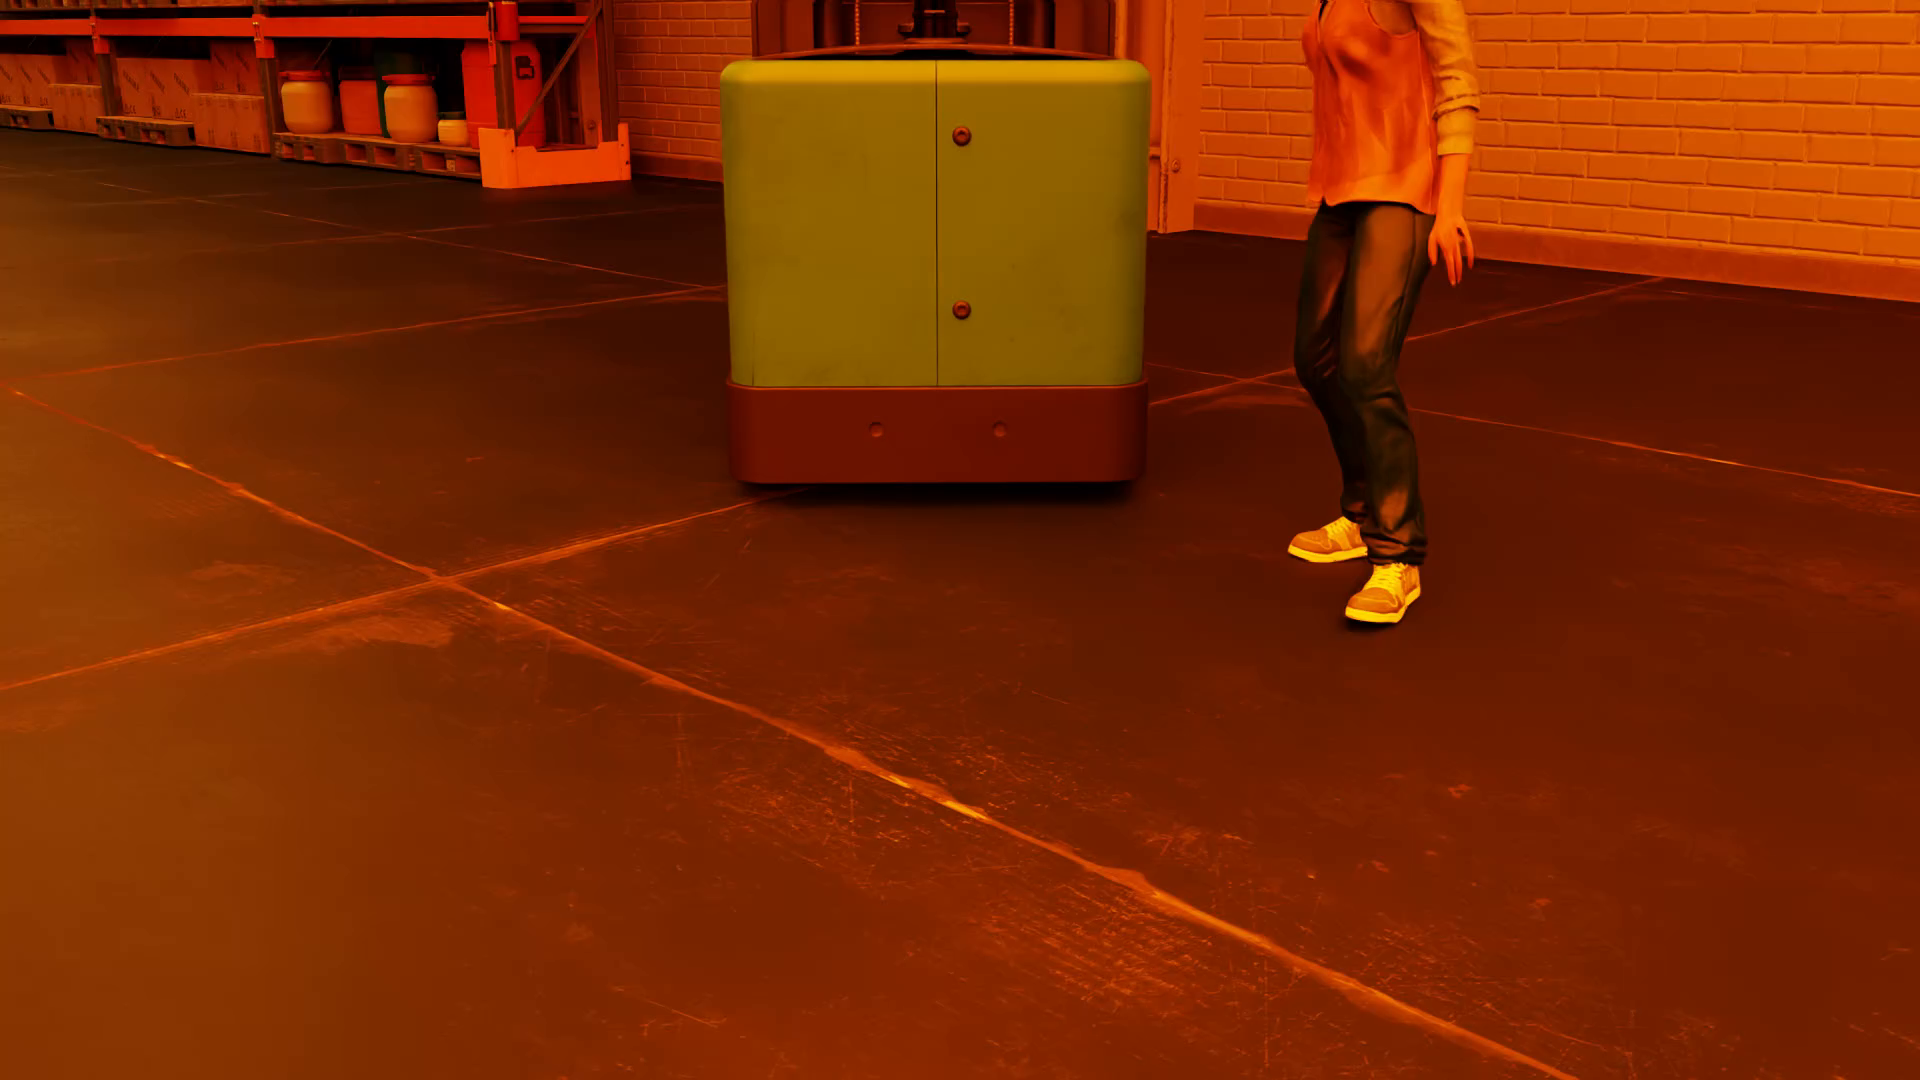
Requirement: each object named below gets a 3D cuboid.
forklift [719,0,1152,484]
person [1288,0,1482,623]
[{"bbox_3d":[-0.085,-1.918,5.140,1.130,2.935,3.031,0,17,-1],"label":"forklift"},{"bbox_3d":[0.866,-0.669,3.431,0.374,1.566,0.723,-4,17,-11],"label":"person"}]
